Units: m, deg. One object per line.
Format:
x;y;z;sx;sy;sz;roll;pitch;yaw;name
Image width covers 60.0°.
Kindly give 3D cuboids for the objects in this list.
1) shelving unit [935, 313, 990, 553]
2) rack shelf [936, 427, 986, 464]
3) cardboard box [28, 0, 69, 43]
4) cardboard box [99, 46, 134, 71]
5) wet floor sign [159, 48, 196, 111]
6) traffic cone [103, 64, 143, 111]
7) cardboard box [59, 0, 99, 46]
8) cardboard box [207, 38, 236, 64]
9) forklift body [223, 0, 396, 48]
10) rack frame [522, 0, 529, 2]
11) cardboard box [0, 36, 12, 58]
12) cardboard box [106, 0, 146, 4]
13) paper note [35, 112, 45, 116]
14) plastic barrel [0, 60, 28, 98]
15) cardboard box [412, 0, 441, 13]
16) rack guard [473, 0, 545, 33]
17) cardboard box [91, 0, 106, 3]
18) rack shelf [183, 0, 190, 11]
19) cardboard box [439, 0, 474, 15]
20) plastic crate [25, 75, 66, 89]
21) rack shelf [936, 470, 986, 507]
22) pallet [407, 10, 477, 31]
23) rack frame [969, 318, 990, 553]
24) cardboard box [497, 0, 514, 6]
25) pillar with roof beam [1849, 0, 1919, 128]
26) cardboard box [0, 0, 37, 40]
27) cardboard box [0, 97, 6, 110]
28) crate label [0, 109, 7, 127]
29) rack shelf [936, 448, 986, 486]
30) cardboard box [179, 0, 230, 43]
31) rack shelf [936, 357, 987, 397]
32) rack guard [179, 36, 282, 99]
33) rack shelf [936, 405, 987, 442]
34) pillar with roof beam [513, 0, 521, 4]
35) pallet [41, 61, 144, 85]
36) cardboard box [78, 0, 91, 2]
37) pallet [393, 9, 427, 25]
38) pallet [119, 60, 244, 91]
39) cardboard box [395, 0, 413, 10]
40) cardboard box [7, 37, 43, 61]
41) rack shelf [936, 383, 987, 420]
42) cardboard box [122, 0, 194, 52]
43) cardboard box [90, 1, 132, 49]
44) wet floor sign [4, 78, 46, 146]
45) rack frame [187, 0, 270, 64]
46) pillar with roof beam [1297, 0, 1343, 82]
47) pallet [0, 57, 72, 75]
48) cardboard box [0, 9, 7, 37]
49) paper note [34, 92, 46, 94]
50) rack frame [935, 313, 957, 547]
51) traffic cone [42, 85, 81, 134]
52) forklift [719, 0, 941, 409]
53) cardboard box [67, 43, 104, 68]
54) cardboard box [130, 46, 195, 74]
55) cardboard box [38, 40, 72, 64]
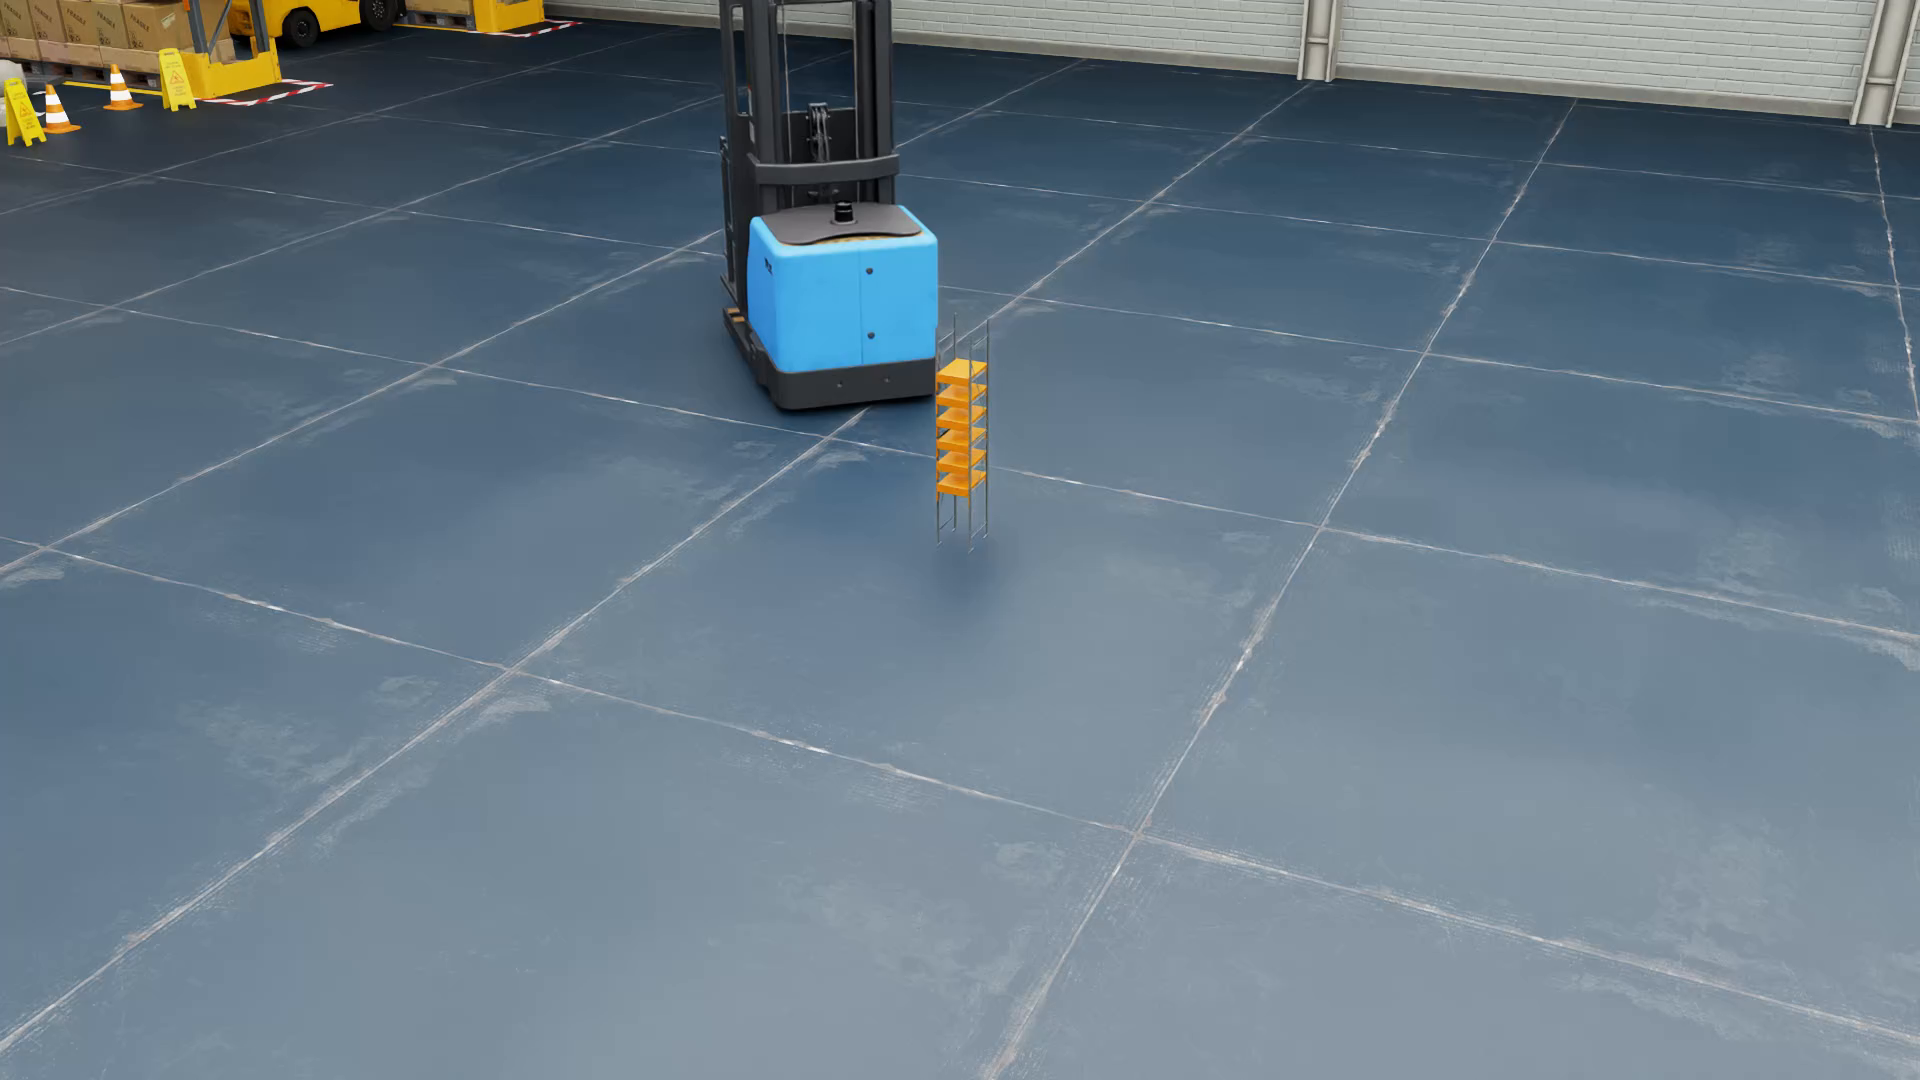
0.013;-0.536;8.480;0.189;1.200;0.258;11;28;22;shelving unit
0.013;-0.496;8.499;0.180;0.103;0.258;11;28;22;rack shelf
-10.670;-6.239;19.815;0.500;0.500;0.500;13;29;24;cardboard box
-9.733;-5.714;19.597;0.500;0.250;0.500;11;28;22;cardboard box
-8.687;-5.100;18.379;0.232;0.644;0.267;23;35;39;wet floor sign
-9.343;-5.043;18.470;0.334;0.463;0.336;11;28;22;traffic cone
-10.188;-6.144;19.621;0.500;0.500;0.500;11;28;21;cardboard box
-9.037;-5.835;19.843;0.500;0.250;0.500;11;28;21;cardboard box
-8.848;-7.851;22.260;1.214;2.155;2.313;11;28;22;forklift body
-6.366;-8.618;22.859;0.127;3.000;1.000;11;28;22;rack frame
-11.633;-6.091;20.364;0.500;0.250;0.500;10;28;19;cardboard box
-9.617;-6.286;19.175;0.250;0.149;0.380;12;29;23;cardboard box
-10.102;-4.662;18.185;0.142;0.019;0.148;2;26;4;paper note
-10.924;-5.235;18.903;0.512;0.421;0.421;-12;29;-23;plastic barrel
-7.373;-7.627;23.482;0.500;0.250;0.500;11;28;22;cardboard box
-6.344;-7.492;23.402;0.348;0.500;1.175;11;28;22;rack guard
-9.844;-6.333;19.271;0.250;0.149;0.380;12;29;23;cardboard box
-10.238;-6.665;19.705;4.000;0.370;1.077;11;28;22;rack shelf
-6.925;-7.532;23.290;0.500;0.250;0.500;12;28;22;cardboard box
-10.969;-5.426;19.681;0.583;0.080;0.402;2;26;4;plastic crate
0.013;-0.280;8.605;0.180;0.103;0.258;11;28;22;rack shelf
-7.080;-7.490;23.724;1.213;0.211;1.003;11;28;22;pallet
0.096;-0.519;8.446;0.006;1.200;0.240;11;28;22;rack frame
-6.732;-7.741;23.715;0.500;0.250;0.500;11;28;22;cardboard box
7.977;-6.777;12.328;0.400;9.000;9.100;11;28;22;pillar with roof beam
-11.141;-6.335;20.009;0.500;0.500;0.500;13;29;24;cardboard box
-10.446;-4.770;18.270;0.380;0.149;0.250;-18;31;-31;cardboard box
-10.234;-4.508;17.750;0.298;0.136;0.250;-2;26;-5;crate label
0.013;-0.388;8.552;0.180;0.103;0.258;11;28;22;rack shelf
-9.059;-6.176;19.686;0.500;0.500;0.500;10;28;20;cardboard box
0.013;-0.819;8.340;0.180;0.103;0.258;11;28;22;rack shelf
-8.487;-5.514;19.384;0.348;0.500;1.175;11;28;22;rack guard
0.013;-0.603;8.446;0.180;0.103;0.258;11;28;22;rack shelf
-8.409;-10.068;19.012;0.400;9.000;9.100;11;28;22;pillar with roof beam
-10.318;-5.771;20.232;1.213;0.211;1.003;11;28;22;pallet
-10.083;-6.382;19.370;0.250;0.149;0.380;13;29;24;cardboard box
-8.186;-7.714;24.178;1.213;0.211;1.003;11;28;22;pallet
-9.212;-5.547;19.778;1.213;0.211;1.003;11;28;22;pallet
-7.825;-7.722;23.675;0.500;0.250;0.500;12;29;22;cardboard box
-11.143;-5.998;20.175;0.500;0.250;0.500;13;29;25;cardboard box
0.013;-0.711;8.393;0.180;0.103;0.258;11;28;22;rack shelf
-9.255;-5.954;19.237;0.500;0.500;0.500;12;28;22;cardboard box
-9.731;-6.049;19.428;0.500;0.500;0.500;12;29;24;cardboard box
-9.529;-4.347;16.850;0.232;0.644;0.267;6;27;13;wet floor sign
-8.417;-6.622;18.803;0.127;3.000;1.000;11;28;22;rack frame
2.515;-7.874;14.556;0.400;9.000;9.100;11;28;22;pillar with roof beam
-11.433;-5.993;20.684;1.213;0.211;1.003;11;28;22;pallet
-11.633;-6.428;20.198;0.500;0.500;0.500;13;29;24;cardboard box
-10.626;-5.183;19.242;0.148;0.019;0.142;2;26;4;paper note
-0.070;-0.552;8.514;0.006;1.200;0.240;11;28;22;rack frame
-9.493;-4.535;17.437;0.334;0.463;0.336;11;28;22;traffic cone
-1.040;-2.747;11.012;1.130;2.935;3.031;-8;27;-15;forklift
-10.212;-5.807;19.787;0.500;0.250;0.500;10;28;20;cardboard box
-9.287;-5.620;19.407;0.500;0.250;0.500;11;28;22;cardboard box
-10.659;-5.902;19.980;0.500;0.250;0.500;11;28;21;cardboard box
